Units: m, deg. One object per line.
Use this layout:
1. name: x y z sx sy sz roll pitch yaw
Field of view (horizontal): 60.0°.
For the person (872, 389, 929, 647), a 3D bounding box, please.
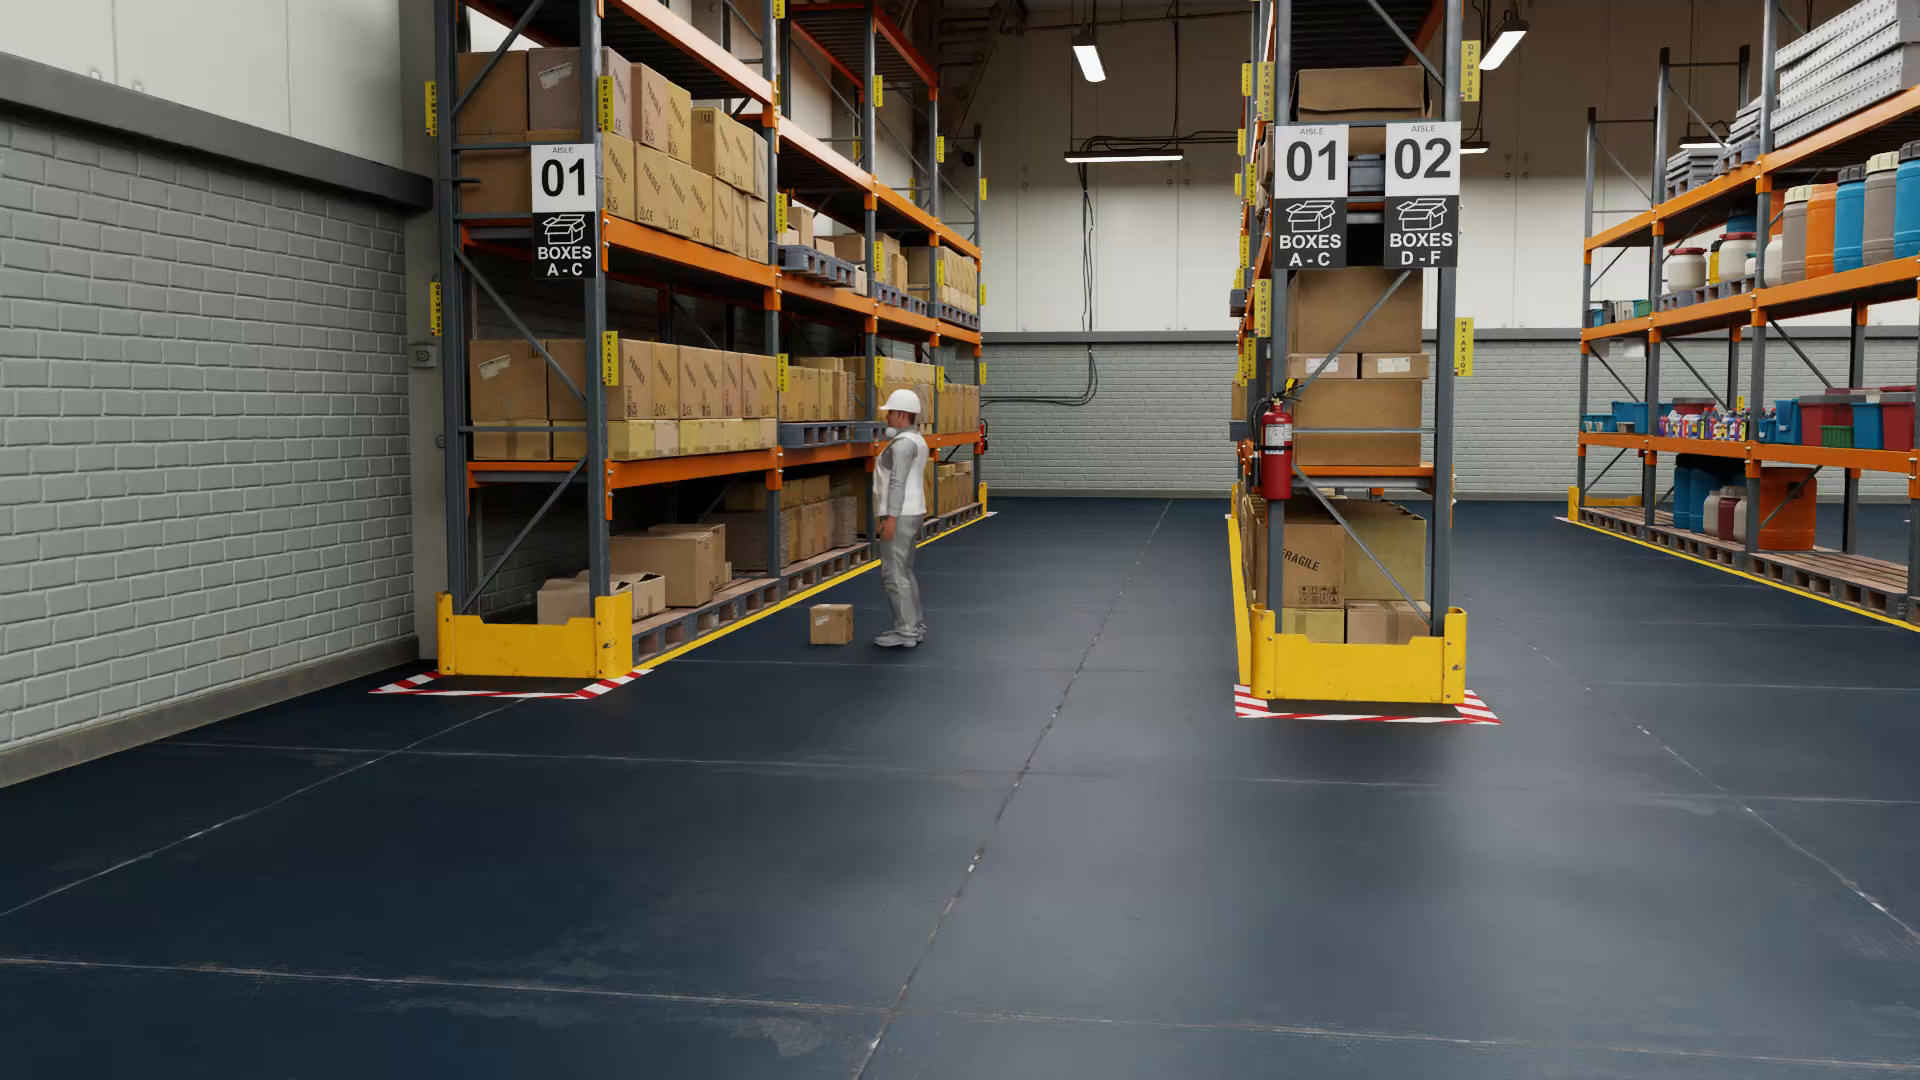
1. person: -0.420 -0.158 11.534 0.360 1.767 0.531 1 4 10
